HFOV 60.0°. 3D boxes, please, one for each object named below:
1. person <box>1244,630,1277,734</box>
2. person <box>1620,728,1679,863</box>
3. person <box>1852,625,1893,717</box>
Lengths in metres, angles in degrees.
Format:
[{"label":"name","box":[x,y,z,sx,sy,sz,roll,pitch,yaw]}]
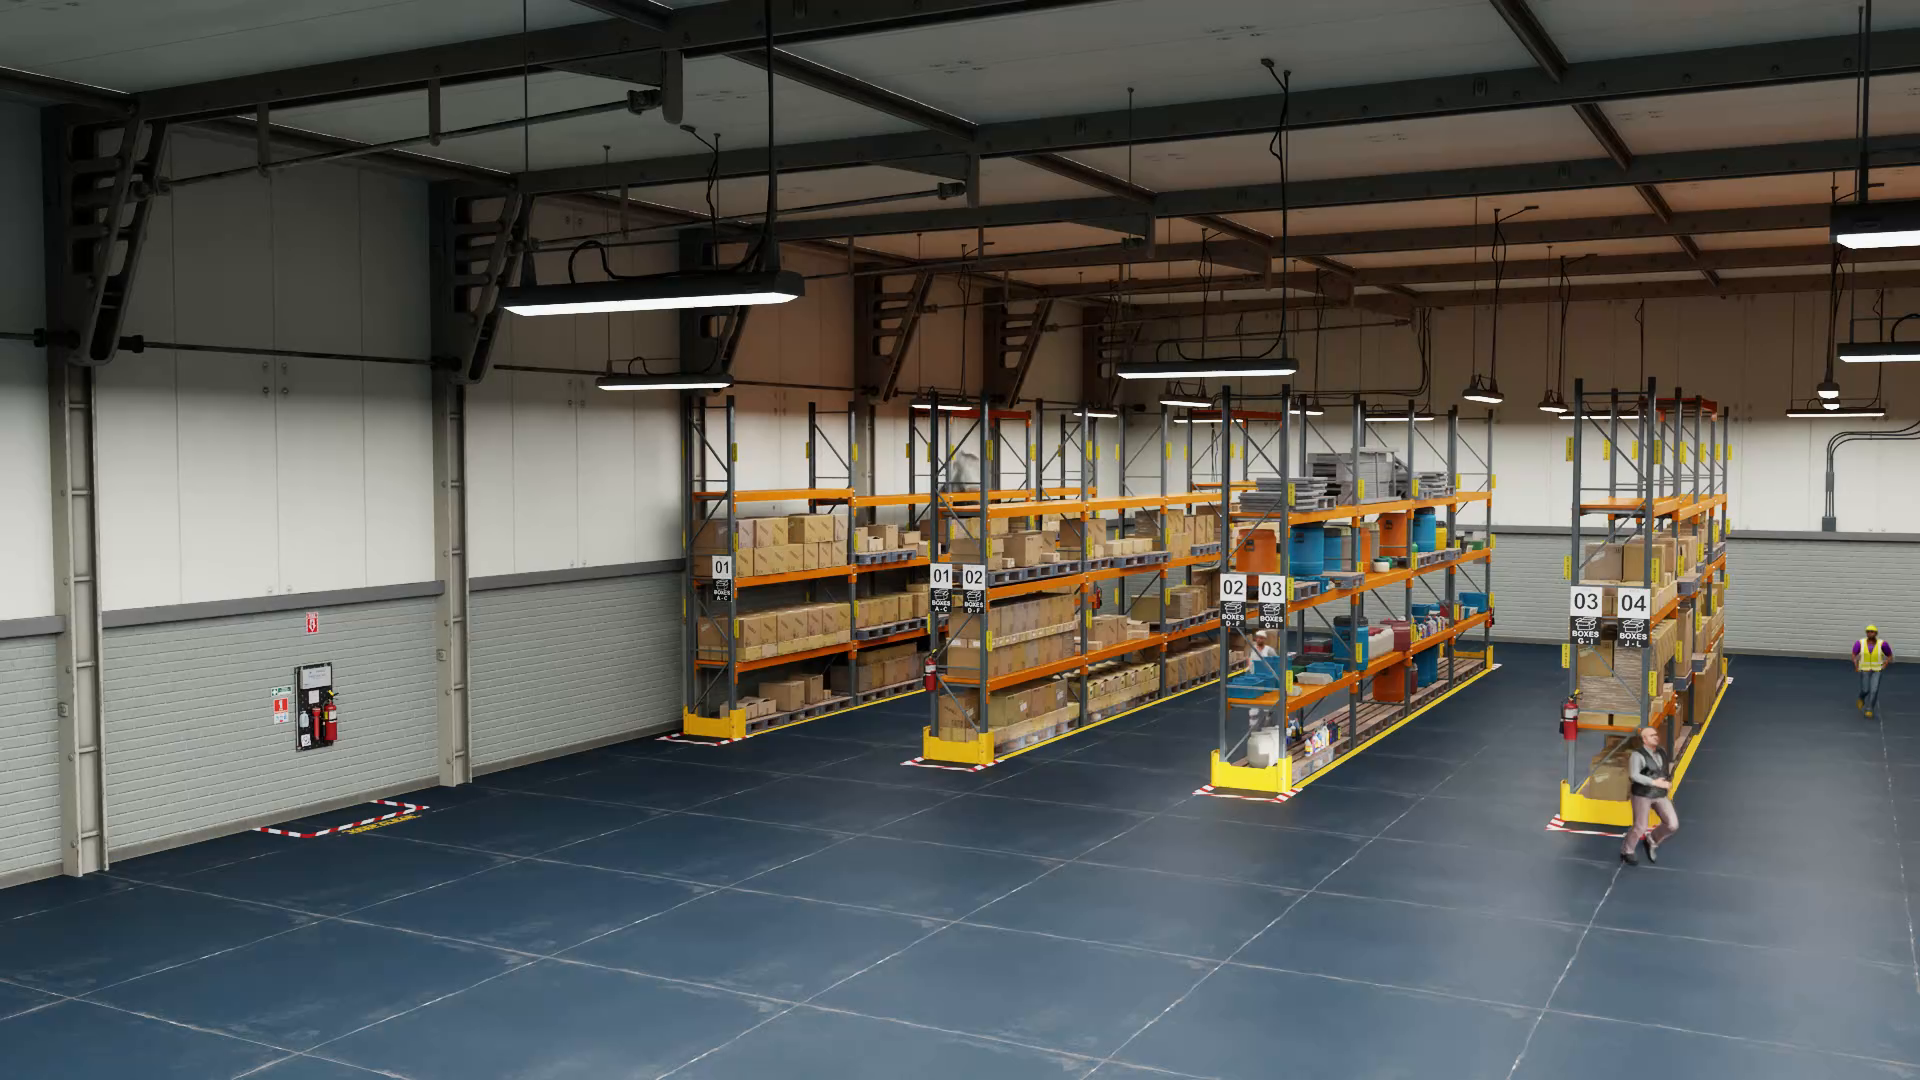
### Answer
[{"label":"person","box":[5.395,2.527,29.863,0.640,1.823,0.814,2,3,30]},{"label":"person","box":[8.335,3.086,20.023,0.679,1.674,0.801,-1,3,-16]},{"label":"person","box":[17.337,2.481,31.613,0.691,1.735,0.632,2,3,29]}]
